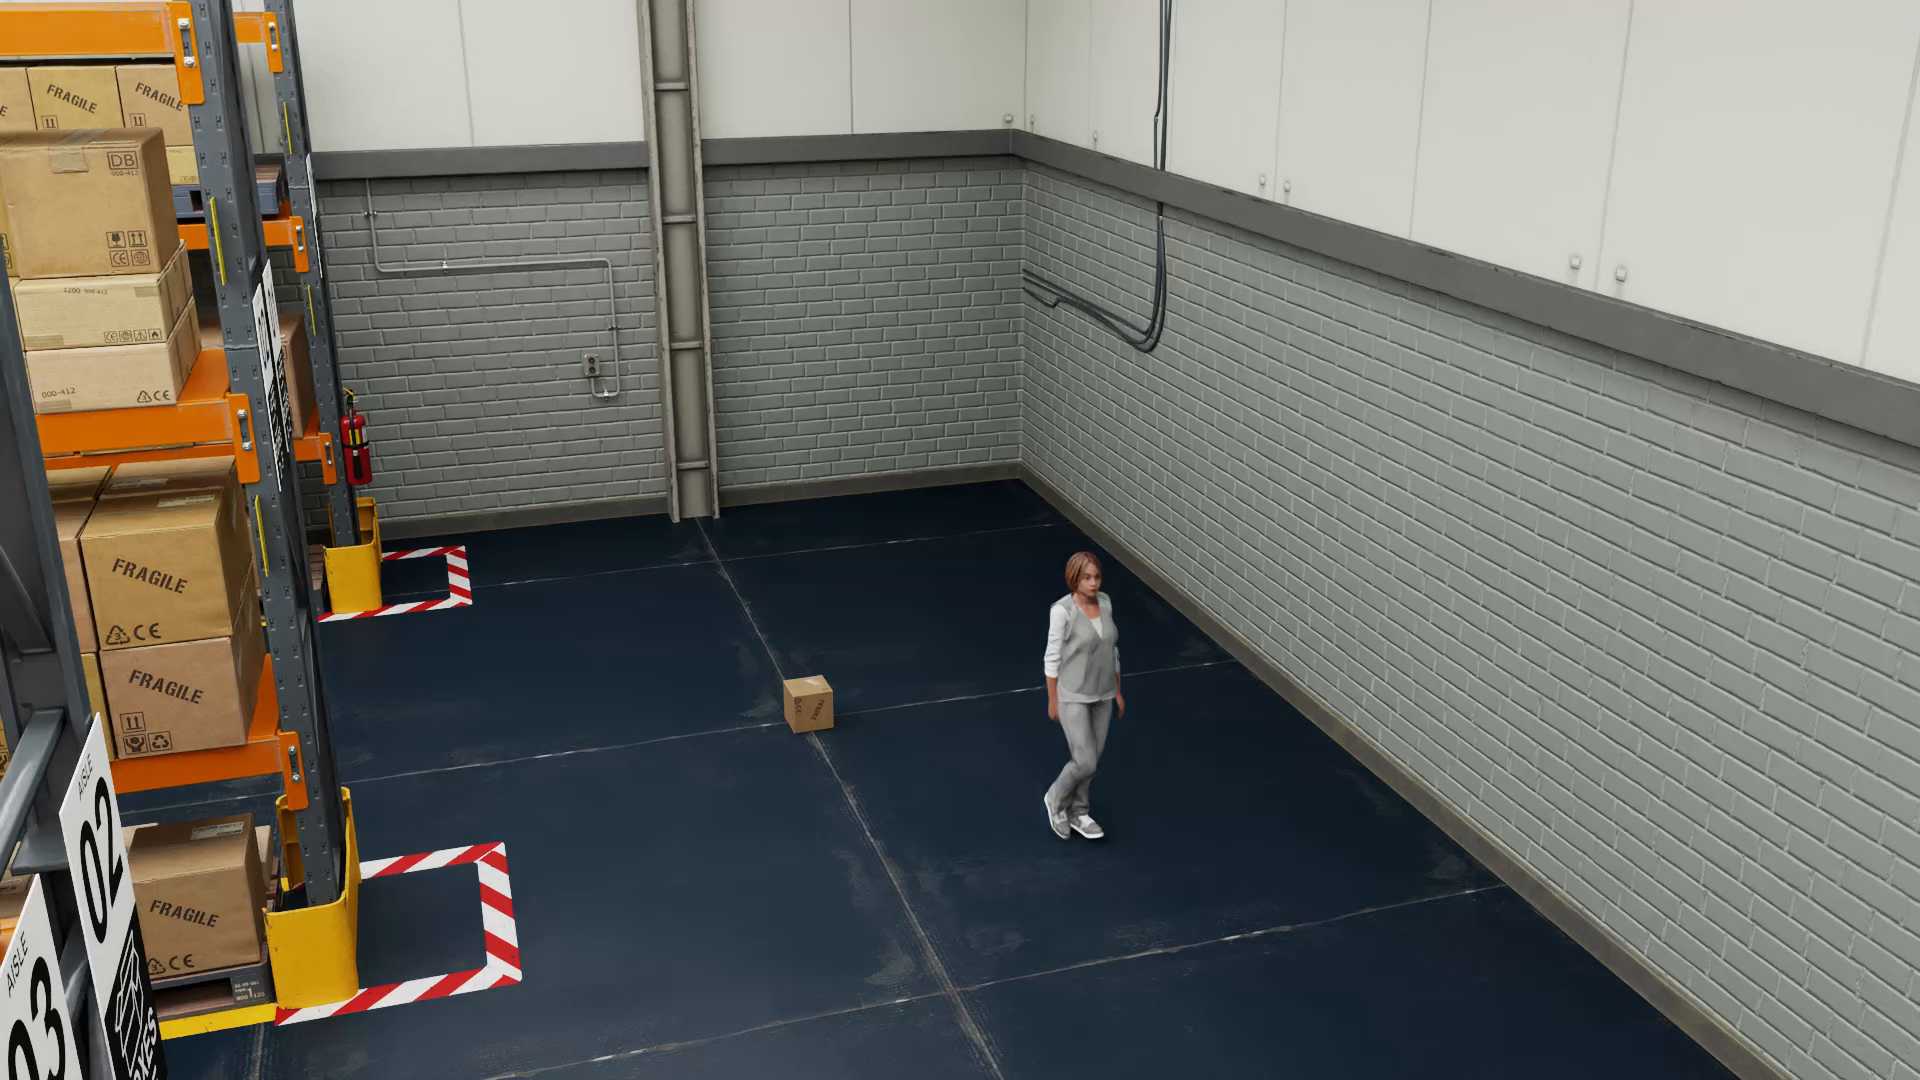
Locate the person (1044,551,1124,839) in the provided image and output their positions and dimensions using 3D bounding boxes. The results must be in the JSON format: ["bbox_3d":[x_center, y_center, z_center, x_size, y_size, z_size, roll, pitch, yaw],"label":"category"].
[{"bbox_3d":[0.670,0.830,8.672,0.411,1.589,0.399,-13,24,-33],"label":"person"}]
